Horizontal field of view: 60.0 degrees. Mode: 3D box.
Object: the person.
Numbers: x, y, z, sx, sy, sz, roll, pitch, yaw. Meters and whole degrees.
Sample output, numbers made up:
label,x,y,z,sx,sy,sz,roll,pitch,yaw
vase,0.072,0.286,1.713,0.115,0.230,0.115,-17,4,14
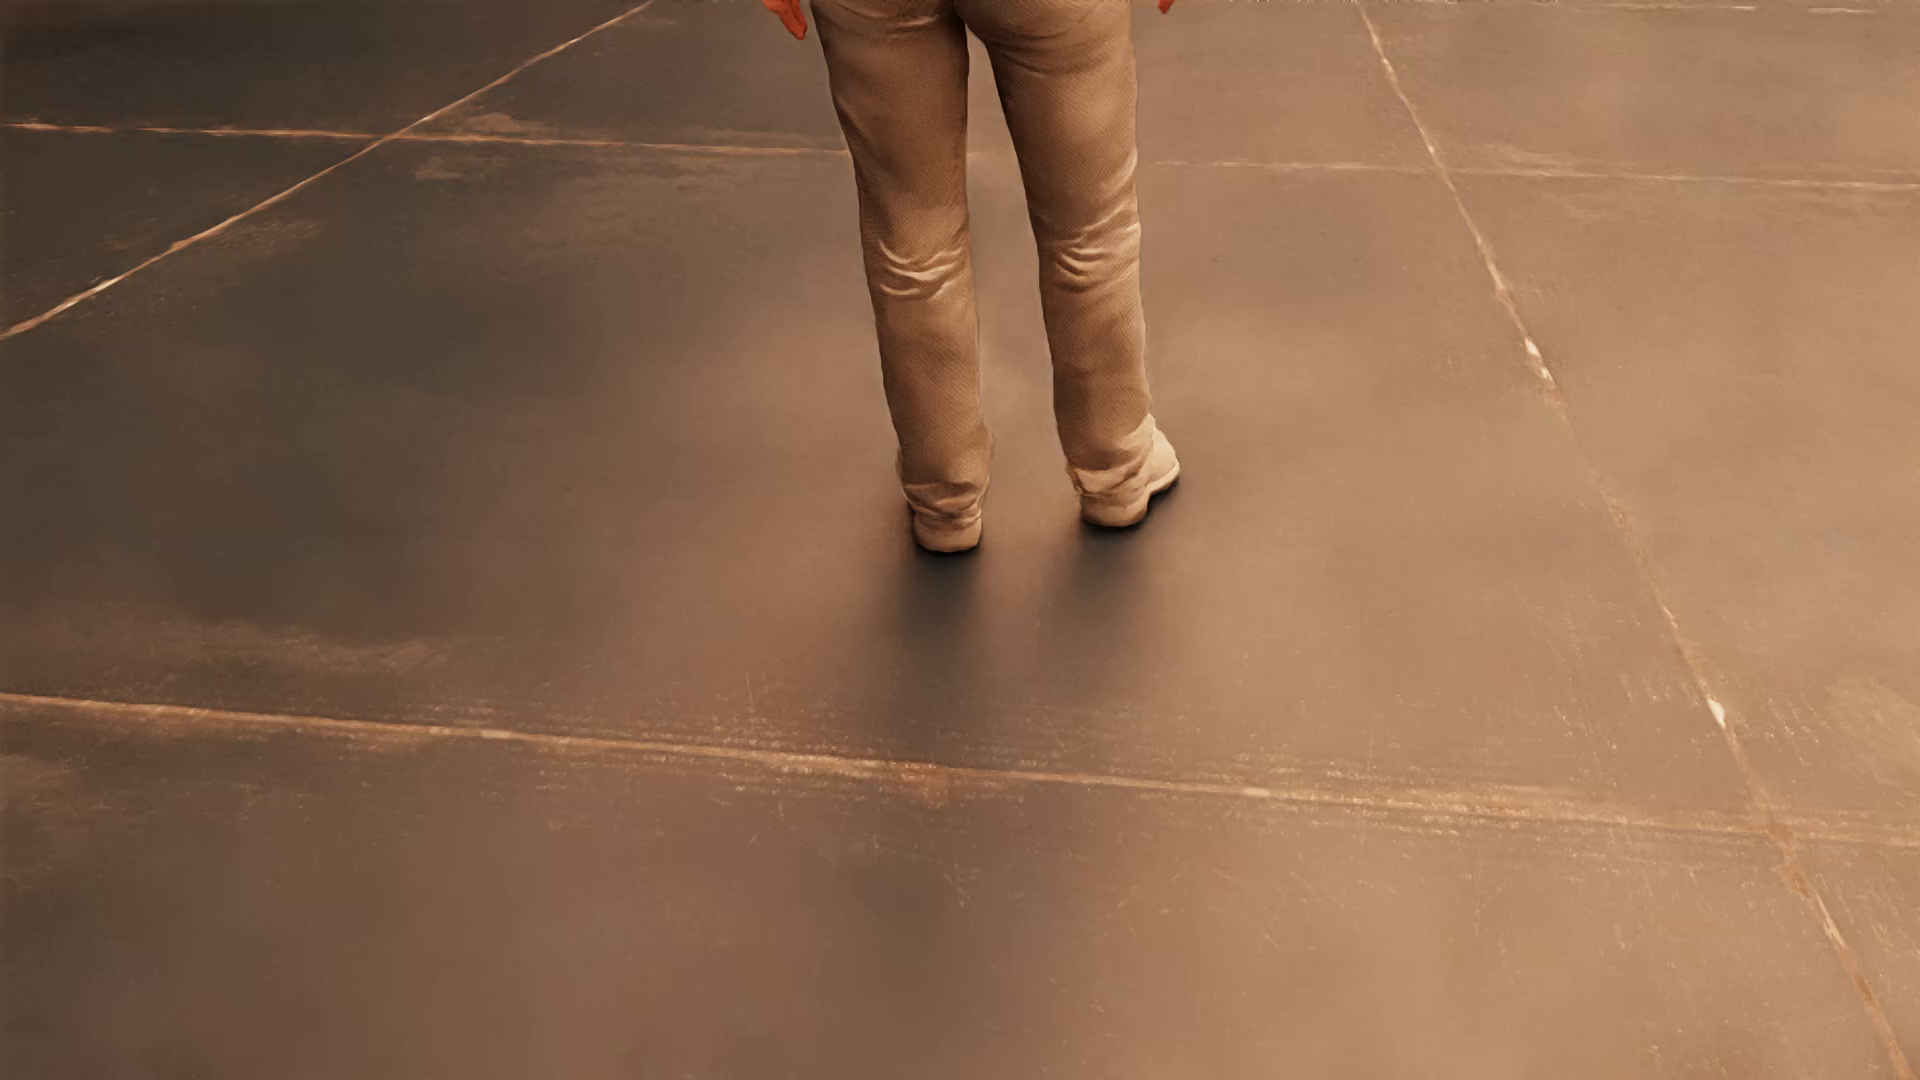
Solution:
label,x,y,z,sx,sy,sz,roll,pitch,yaw
person,0.016,-0.825,2.156,0.632,1.768,0.567,3,27,7
